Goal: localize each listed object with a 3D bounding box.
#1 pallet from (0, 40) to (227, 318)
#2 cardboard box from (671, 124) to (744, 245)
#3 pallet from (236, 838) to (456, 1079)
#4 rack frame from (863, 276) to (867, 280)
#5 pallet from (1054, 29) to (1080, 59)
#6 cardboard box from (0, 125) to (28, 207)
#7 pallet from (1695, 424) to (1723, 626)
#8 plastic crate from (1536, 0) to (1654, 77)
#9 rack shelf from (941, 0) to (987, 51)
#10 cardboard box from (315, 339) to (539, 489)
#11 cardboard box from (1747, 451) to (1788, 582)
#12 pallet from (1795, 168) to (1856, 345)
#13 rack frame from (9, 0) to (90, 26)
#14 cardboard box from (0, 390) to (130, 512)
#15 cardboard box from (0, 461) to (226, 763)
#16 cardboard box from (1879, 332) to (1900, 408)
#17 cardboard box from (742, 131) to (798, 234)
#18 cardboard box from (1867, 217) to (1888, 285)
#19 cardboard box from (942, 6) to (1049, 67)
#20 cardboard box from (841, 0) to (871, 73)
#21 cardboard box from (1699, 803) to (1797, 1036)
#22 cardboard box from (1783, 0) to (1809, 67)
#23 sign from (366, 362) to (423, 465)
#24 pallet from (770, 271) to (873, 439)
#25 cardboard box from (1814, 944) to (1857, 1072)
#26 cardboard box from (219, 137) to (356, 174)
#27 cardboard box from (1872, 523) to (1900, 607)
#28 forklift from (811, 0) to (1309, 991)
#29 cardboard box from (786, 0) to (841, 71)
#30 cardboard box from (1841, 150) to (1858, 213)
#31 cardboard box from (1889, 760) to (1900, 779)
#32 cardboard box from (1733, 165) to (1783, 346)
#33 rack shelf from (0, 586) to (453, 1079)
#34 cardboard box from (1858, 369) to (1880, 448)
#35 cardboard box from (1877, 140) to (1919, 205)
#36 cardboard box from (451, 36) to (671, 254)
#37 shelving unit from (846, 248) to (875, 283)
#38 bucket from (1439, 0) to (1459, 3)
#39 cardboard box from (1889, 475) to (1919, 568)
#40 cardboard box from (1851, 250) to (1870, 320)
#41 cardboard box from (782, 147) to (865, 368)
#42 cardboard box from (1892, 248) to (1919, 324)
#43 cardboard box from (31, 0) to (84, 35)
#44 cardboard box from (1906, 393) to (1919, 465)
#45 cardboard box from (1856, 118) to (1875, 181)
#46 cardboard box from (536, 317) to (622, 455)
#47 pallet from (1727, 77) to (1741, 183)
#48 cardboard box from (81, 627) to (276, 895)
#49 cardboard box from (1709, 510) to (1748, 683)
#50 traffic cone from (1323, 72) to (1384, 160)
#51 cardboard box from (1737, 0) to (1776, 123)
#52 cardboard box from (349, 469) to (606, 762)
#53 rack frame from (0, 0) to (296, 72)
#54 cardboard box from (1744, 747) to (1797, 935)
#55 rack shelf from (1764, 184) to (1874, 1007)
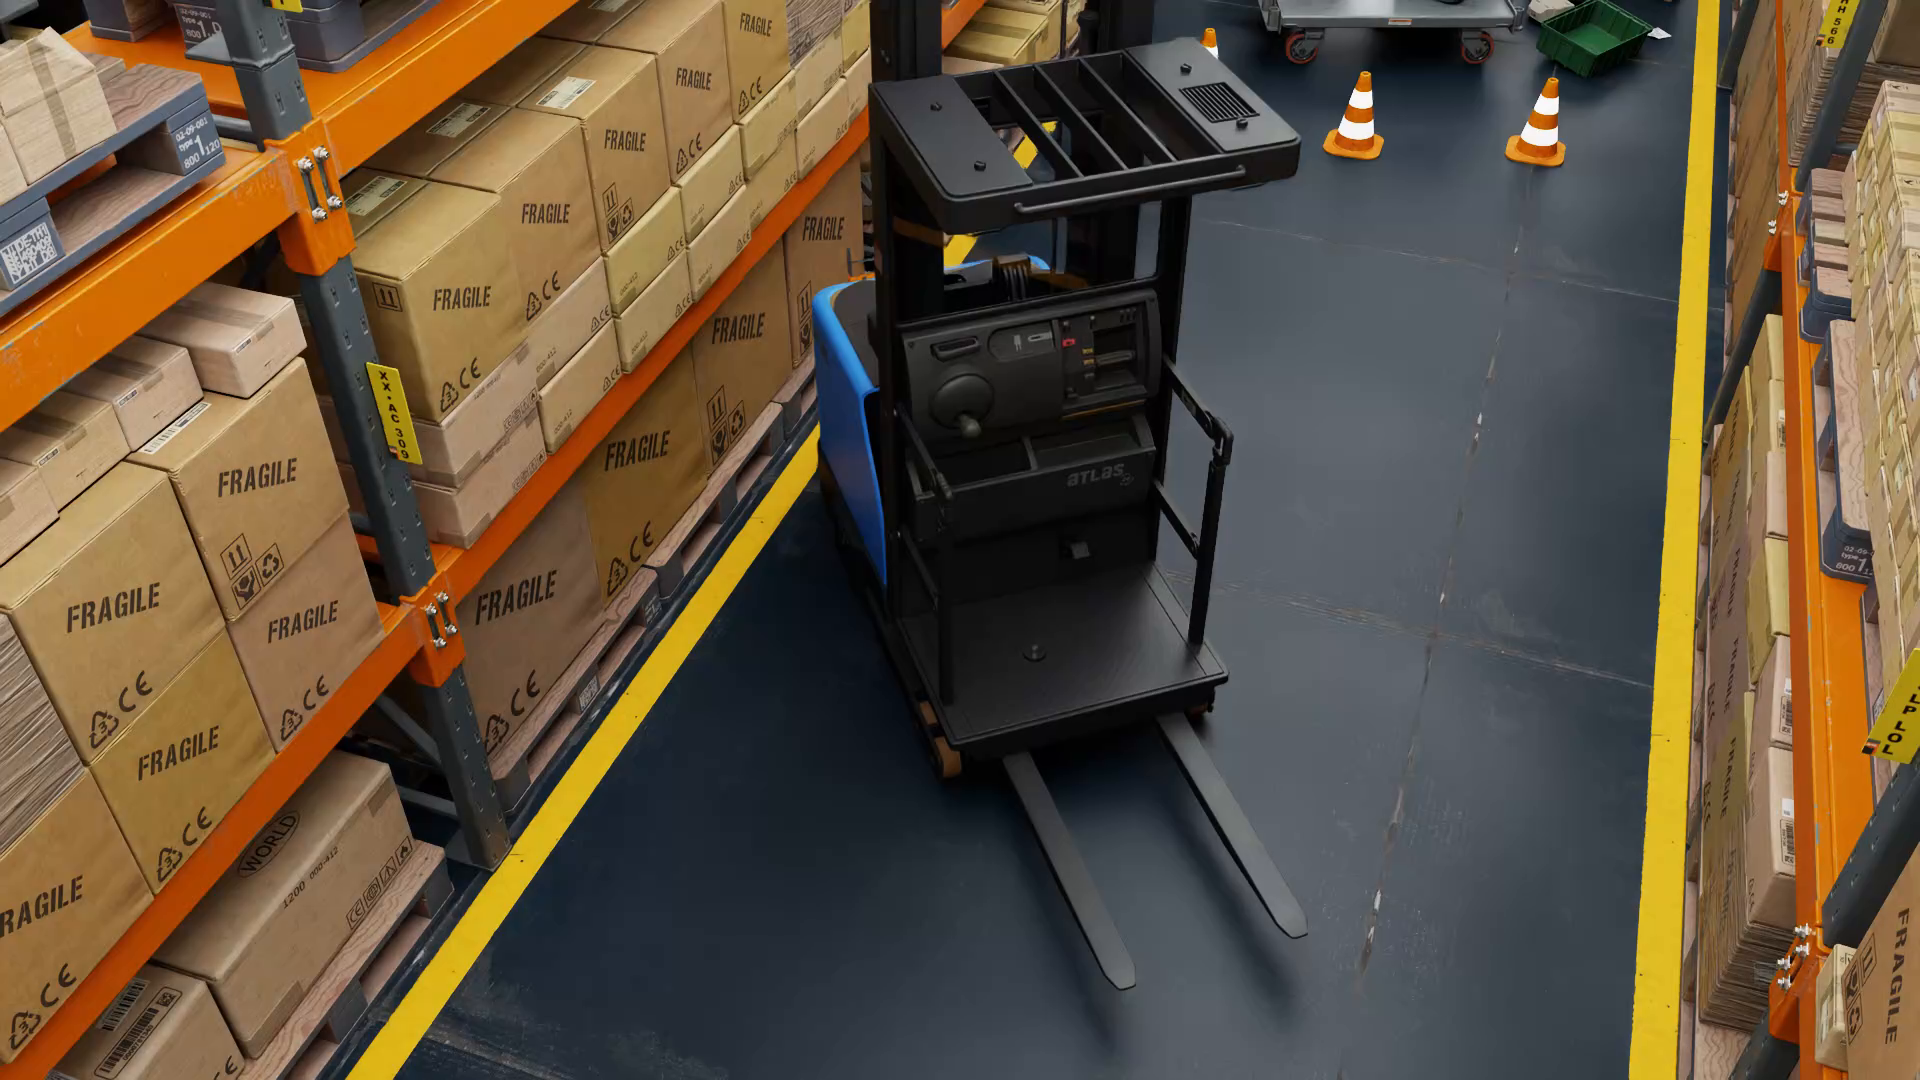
[{"bbox_3d":[-2.382,-0.722,3.542,1.003,0.211,1.213,13,42,15],"label":"pallet"},{"bbox_3d":[-1.156,-1.385,6.292,0.500,0.250,0.500,12,42,14],"label":"cardboard box"},{"bbox_3d":[-2.426,1.396,5.451,1.003,0.211,1.213,13,42,15],"label":"pallet"},{"bbox_3d":[-0.310,-0.714,7.278,0.200,1.050,0.008,-12,42,-14],"label":"rack frame"},{"bbox_3d":[0.379,-3.454,11.136,1.003,0.211,1.213,13,42,15],"label":"pallet"},{"bbox_3d":[-2.100,-0.732,3.279,0.380,0.149,0.250,14,43,16],"label":"cardboard box"},{"bbox_3d":[3.693,0.024,7.060,1.003,0.211,1.213,13,42,15],"label":"pallet"},{"bbox_3d":[4.158,-3.302,10.932,0.662,0.188,0.450,-29,58,-29],"label":"plastic crate"},{"bbox_3d":[-0.040,-3.497,9.592,1.077,0.370,4.000,13,42,15],"label":"rack shelf"},{"bbox_3d":[-1.677,-0.450,5.197,0.500,0.250,0.500,12,42,14],"label":"cardboard box"},{"bbox_3d":[3.144,-0.033,6.002,0.500,0.250,0.500,14,42,15],"label":"cardboard box"},{"bbox_3d":[3.818,-0.982,6.238,1.213,0.211,1.003,13,42,15],"label":"pallet"},{"bbox_3d":[-5.390,-3.650,9.217,1.000,3.000,0.127,13,42,15],"label":"rack frame"},{"bbox_3d":[-2.185,-0.231,3.862,0.380,0.149,0.250,13,42,15],"label":"cardboard box"},{"bbox_3d":[-2.175,0.127,3.942,0.500,0.500,0.500,13,42,14],"label":"cardboard box"},{"bbox_3d":[3.080,-0.489,5.153,0.380,0.149,0.250,15,43,17],"label":"cardboard box"},{"bbox_3d":[-1.000,-1.509,6.823,0.500,0.250,0.500,13,42,15],"label":"cardboard box"},{"bbox_3d":[3.343,-0.957,5.702,0.380,0.149,0.250,13,42,15],"label":"cardboard box"},{"bbox_3d":[-0.012,-2.966,10.117,0.950,0.372,0.625,15,43,17],"label":"cardboard box"},{"bbox_3d":[-0.651,-2.332,7.402,0.500,0.250,0.500,13,42,15],"label":"cardboard box"},{"bbox_3d":[2.610,1.210,5.123,0.500,0.500,0.500,13,42,14],"label":"cardboard box"},{"bbox_3d":[4.206,-2.495,7.786,0.500,0.500,0.500,13,42,14],"label":"cardboard box"},{"bbox_3d":[-1.570,-0.348,4.619,0.100,0.325,0.005,13,42,15],"label":"sign"},{"bbox_3d":[-1.065,-1.026,8.289,1.003,0.211,1.213,13,42,15],"label":"pallet"},{"bbox_3d":[2.190,1.122,3.818,0.380,0.149,0.250,15,43,17],"label":"cardboard box"},{"bbox_3d":[-2.005,-1.175,5.468,0.500,0.500,0.500,14,42,16],"label":"cardboard box"},{"bbox_3d":[2.805,0.113,4.677,0.380,0.149,0.250,11,42,13],"label":"cardboard box"},{"bbox_3d":[0.331,-0.525,5.608,1.130,2.935,3.031,-12,42,-14],"label":"forklift"},{"bbox_3d":[-0.823,-2.281,6.765,0.500,0.500,0.500,14,42,16],"label":"cardboard box"},{"bbox_3d":[3.619,-1.350,6.391,0.380,0.149,0.250,13,42,14],"label":"cardboard box"},{"bbox_3d":[2.544,0.576,4.134,0.380,0.149,0.250,12,42,14],"label":"cardboard box"},{"bbox_3d":[4.255,-1.169,7.719,1.050,0.750,0.750,13,42,14],"label":"cardboard box"},{"bbox_3d":[-2.776,1.383,3.873,1.077,0.370,4.000,13,42,15],"label":"rack shelf"},{"bbox_3d":[3.077,-0.382,5.257,0.380,0.149,0.250,12,42,14],"label":"cardboard box"},{"bbox_3d":[3.444,-1.252,5.818,0.380,0.149,0.250,13,42,15],"label":"cardboard box"},{"bbox_3d":[-1.350,-1.356,5.680,0.500,0.500,0.500,12,42,14],"label":"cardboard box"},{"bbox_3d":[-0.349,-0.789,7.366,0.215,1.050,0.252,-12,42,-14],"label":"shelving unit"},{"bbox_3d":[3.210,-3.881,10.839,0.726,0.611,0.620,29,58,29],"label":"bucket"},{"bbox_3d":[2.810,-0.017,4.600,0.380,0.149,0.250,12,42,14],"label":"cardboard box"},{"bbox_3d":[3.345,-0.856,5.813,0.380,0.149,0.250,15,43,17],"label":"cardboard box"},{"bbox_3d":[-1.039,-1.499,8.010,0.875,0.875,0.875,13,42,15],"label":"cardboard box"},{"bbox_3d":[3.174,-0.763,5.245,0.380,0.149,0.250,15,43,16],"label":"cardboard box"},{"bbox_3d":[-5.164,-3.284,10.294,0.875,0.625,0.625,15,43,16],"label":"cardboard box"},{"bbox_3d":[2.906,-0.283,4.682,0.380,0.149,0.250,12,42,14],"label":"cardboard box"},{"bbox_3d":[3.608,-1.441,6.268,0.380,0.149,0.250,15,43,17],"label":"cardboard box"},{"bbox_3d":[-1.518,-0.580,5.734,0.500,0.250,0.500,12,42,14],"label":"cardboard box"},{"bbox_3d":[5.137,-2.405,9.906,1.003,0.211,1.213,13,42,15],"label":"pallet"},{"bbox_3d":[-2.181,0.506,4.269,0.500,0.500,0.500,12,42,14],"label":"cardboard box"},{"bbox_3d":[3.141,0.274,6.220,0.500,0.500,0.500,12,42,14],"label":"cardboard box"},{"bbox_3d":[2.376,-2.559,9.893,0.336,0.463,0.334,13,42,15],"label":"traffic cone"},{"bbox_3d":[5.202,-2.859,9.699,1.050,0.750,0.750,13,42,15],"label":"cardboard box"},{"bbox_3d":[-1.955,0.142,6.086,0.875,0.875,0.875,15,43,16],"label":"cardboard box"},{"bbox_3d":[-2.092,-2.393,3.122,1.000,3.000,0.127,13,42,15],"label":"rack frame"},{"bbox_3d":[2.611,0.922,4.883,0.500,0.250,0.500,12,42,14],"label":"cardboard box"},{"bbox_3d":[3.278,-0.020,5.517,1.077,0.370,4.000,13,42,15],"label":"rack shelf"}]
